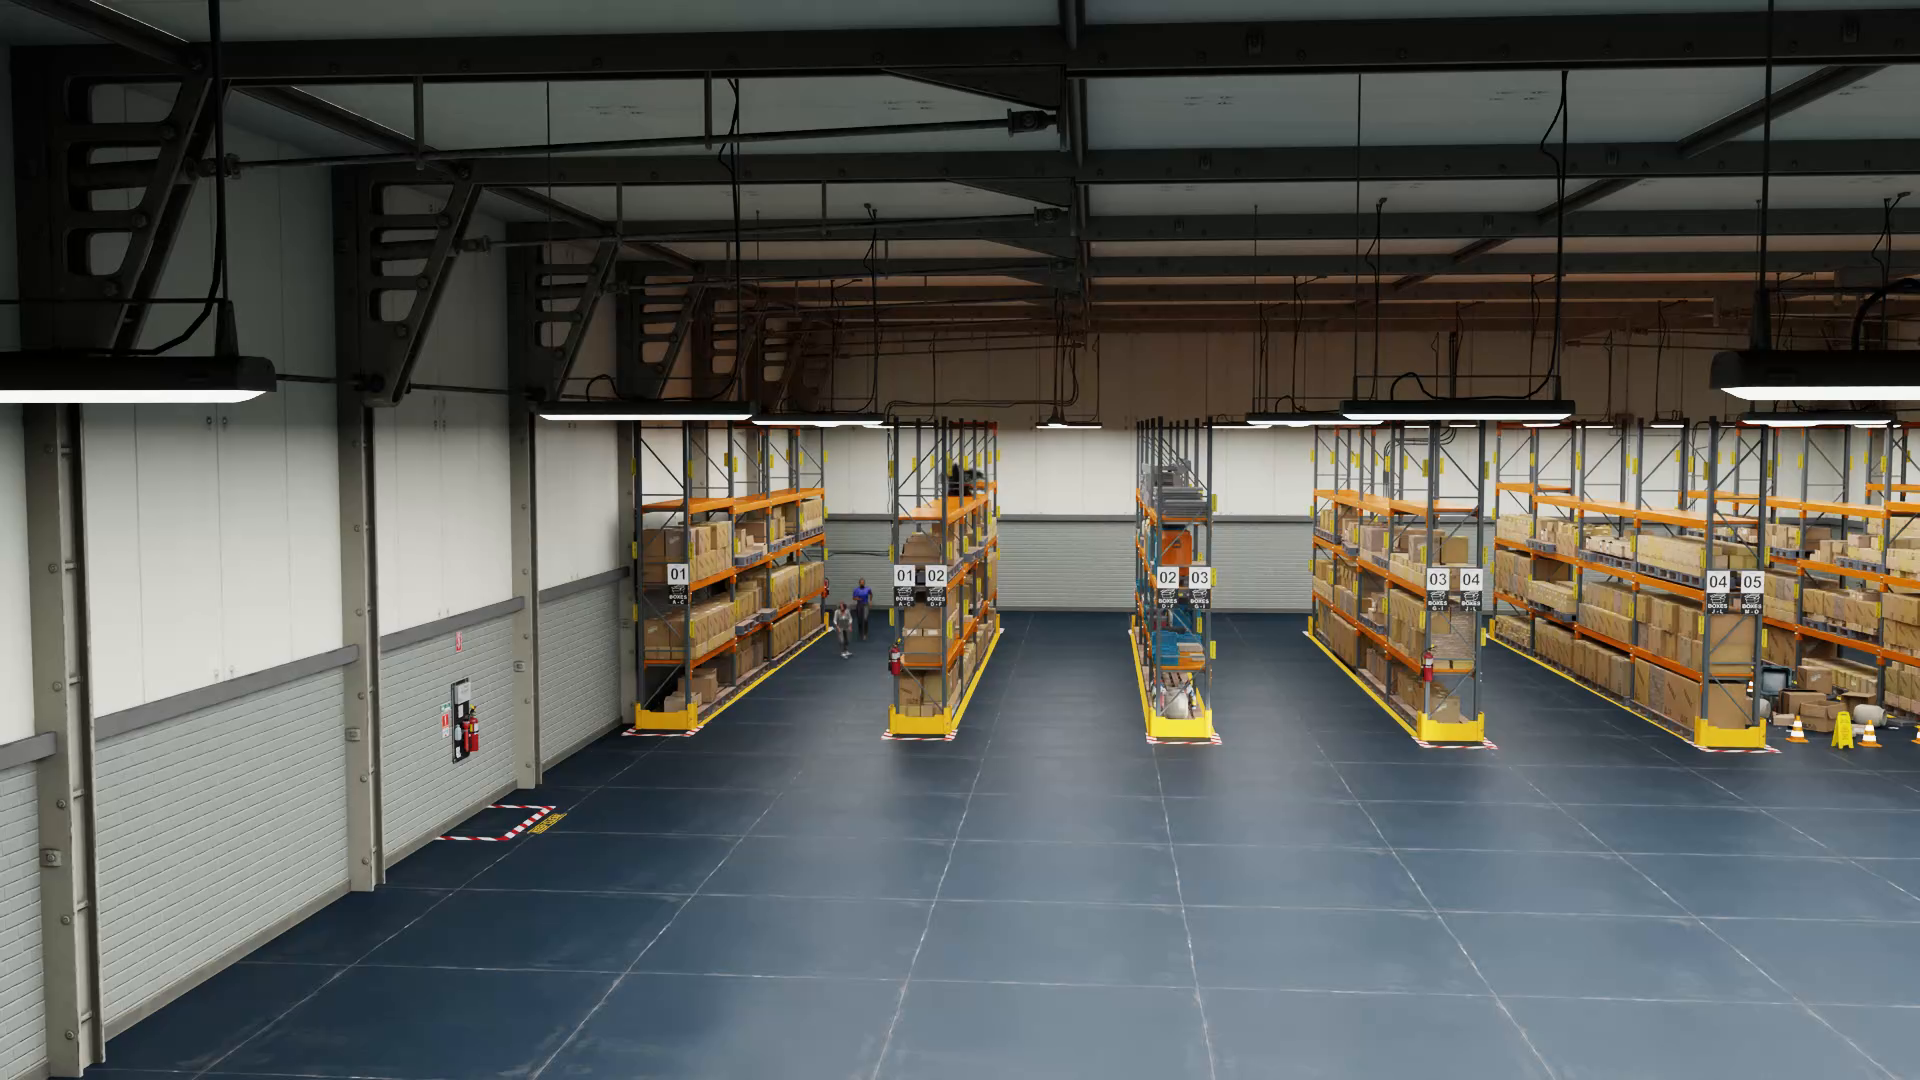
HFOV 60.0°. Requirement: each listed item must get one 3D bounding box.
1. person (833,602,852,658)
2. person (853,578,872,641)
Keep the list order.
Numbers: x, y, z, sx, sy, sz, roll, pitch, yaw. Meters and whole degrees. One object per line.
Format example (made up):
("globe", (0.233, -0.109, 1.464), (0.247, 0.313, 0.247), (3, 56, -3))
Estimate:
("person", (-2.955, 2.253, 41.944), (0.545, 1.468, 0.774), (-1, 4, -20))
("person", (-2.690, 1.905, 45.833), (0.535, 1.715, 0.848), (0, 4, -1))
